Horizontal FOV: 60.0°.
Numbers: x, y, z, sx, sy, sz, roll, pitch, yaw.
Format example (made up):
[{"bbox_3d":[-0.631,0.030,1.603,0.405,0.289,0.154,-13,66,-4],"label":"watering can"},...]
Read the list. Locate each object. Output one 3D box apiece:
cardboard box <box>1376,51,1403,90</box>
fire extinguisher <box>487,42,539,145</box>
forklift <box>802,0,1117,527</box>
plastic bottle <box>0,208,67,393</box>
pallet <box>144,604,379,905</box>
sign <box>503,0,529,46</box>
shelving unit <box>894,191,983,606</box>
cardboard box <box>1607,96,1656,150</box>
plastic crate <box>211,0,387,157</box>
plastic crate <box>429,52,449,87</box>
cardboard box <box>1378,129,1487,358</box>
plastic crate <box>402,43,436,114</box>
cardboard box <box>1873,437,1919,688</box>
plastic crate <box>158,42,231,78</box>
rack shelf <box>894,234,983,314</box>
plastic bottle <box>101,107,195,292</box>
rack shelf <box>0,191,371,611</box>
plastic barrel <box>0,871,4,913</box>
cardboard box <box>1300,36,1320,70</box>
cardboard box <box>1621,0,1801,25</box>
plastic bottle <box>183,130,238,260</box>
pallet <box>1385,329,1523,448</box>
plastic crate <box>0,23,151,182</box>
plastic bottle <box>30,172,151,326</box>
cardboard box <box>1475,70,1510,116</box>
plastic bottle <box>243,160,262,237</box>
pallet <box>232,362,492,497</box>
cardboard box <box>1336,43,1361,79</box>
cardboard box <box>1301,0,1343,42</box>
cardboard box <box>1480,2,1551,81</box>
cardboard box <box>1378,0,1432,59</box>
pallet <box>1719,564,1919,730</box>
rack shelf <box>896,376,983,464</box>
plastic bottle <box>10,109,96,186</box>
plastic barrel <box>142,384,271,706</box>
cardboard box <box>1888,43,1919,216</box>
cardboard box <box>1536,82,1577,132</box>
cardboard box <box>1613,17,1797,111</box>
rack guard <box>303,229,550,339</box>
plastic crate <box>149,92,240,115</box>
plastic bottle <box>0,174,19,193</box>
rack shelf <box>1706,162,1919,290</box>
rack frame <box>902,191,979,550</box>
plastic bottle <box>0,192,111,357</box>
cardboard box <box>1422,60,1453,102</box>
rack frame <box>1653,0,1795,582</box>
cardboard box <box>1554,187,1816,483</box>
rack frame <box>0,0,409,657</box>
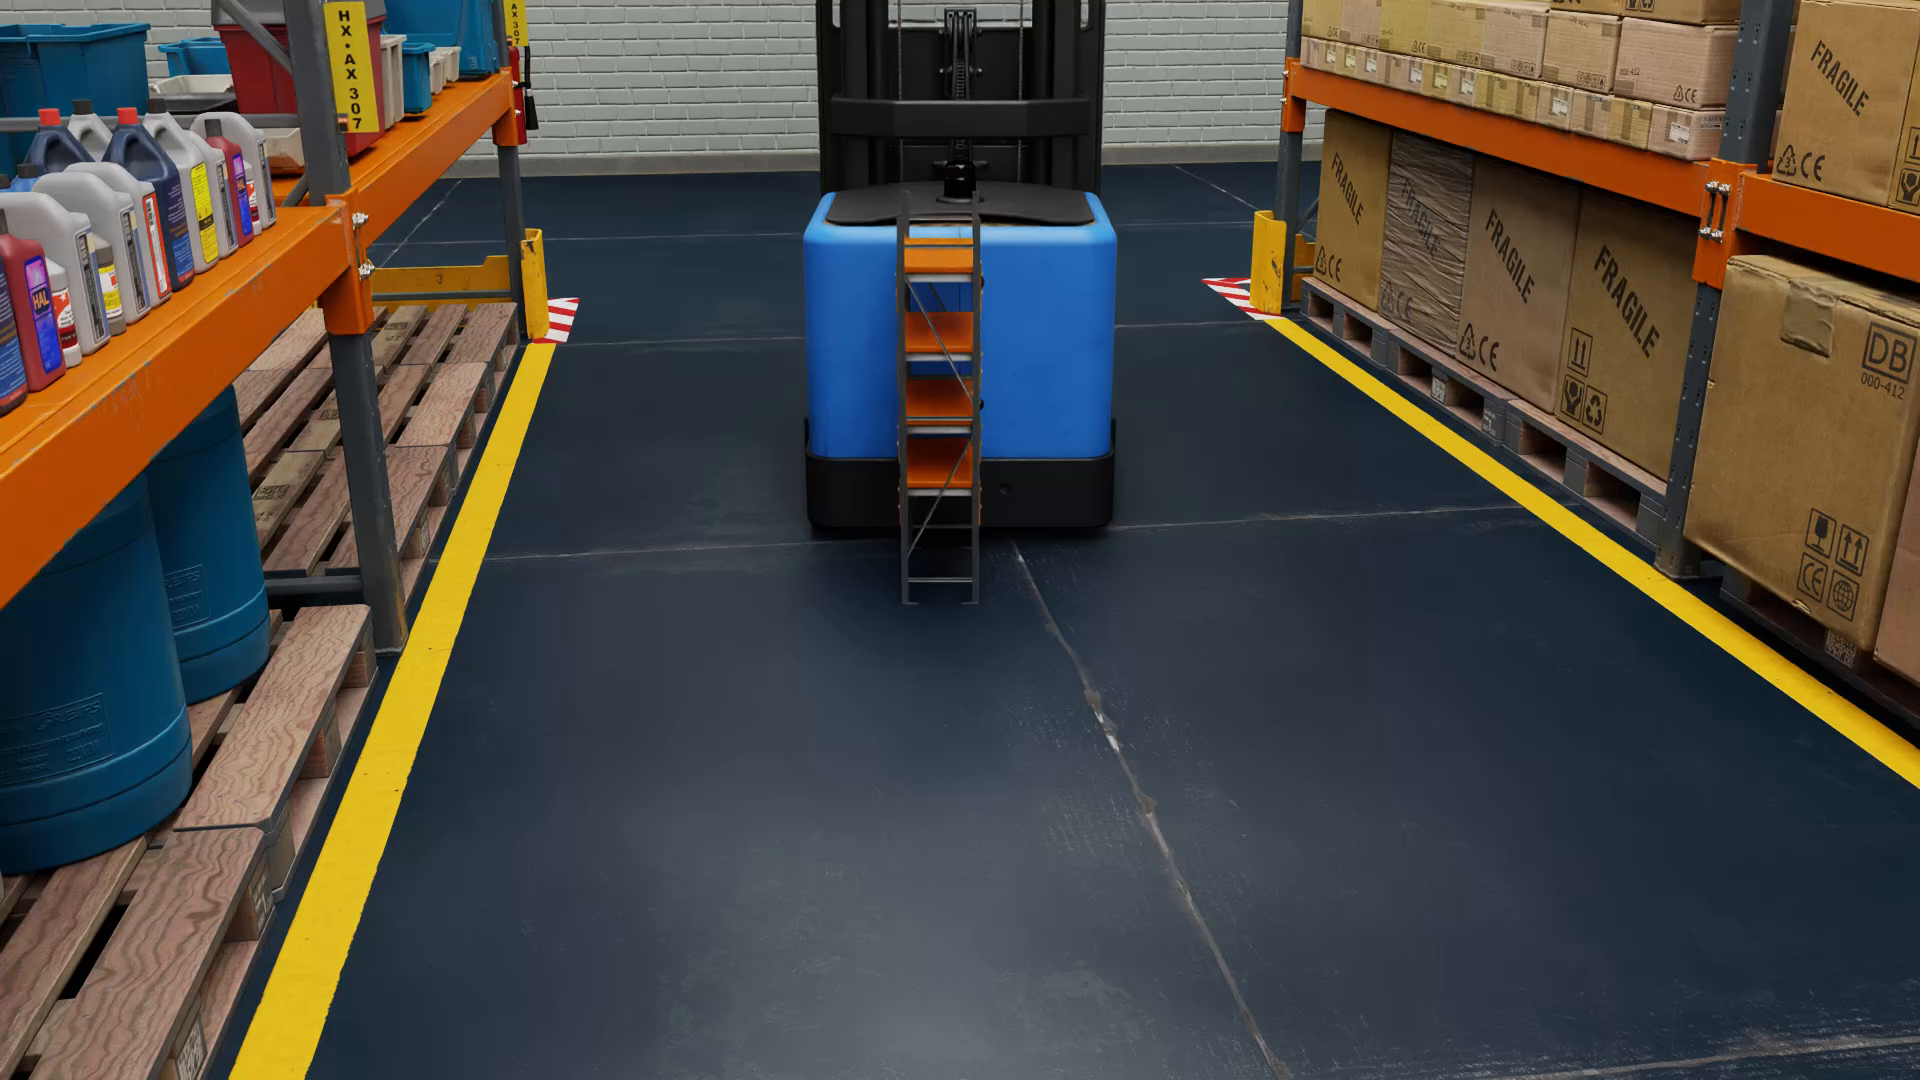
[{"bbox_3d":[2.079,-2.088,7.378,0.380,0.149,0.250,-3,21,-9],"label":"cardboard box"},{"bbox_3d":[-2.269,-2.315,8.271,0.296,0.674,0.183,-3,21,-8],"label":"fire extinguisher"},{"bbox_3d":[0.002,-1.880,6.560,1.130,2.935,3.031,0,20,0],"label":"forklift"},{"bbox_3d":[-1.487,-0.385,2.628,0.061,0.283,0.133,-3,21,-8],"label":"plastic bottle"},{"bbox_3d":[-2.050,0.510,4.050,1.003,0.211,1.213,-3,21,-8],"label":"pallet"},{"bbox_3d":[-2.155,-2.561,8.052,0.100,0.325,0.005,-3,21,-8],"label":"sign"},{"bbox_3d":[-0.061,-0.446,5.196,0.258,1.200,0.503,0,20,0],"label":"shelving unit"},{"bbox_3d":[2.375,-1.376,5.473,0.380,0.149,0.250,-3,21,-7],"label":"cardboard box"},{"bbox_3d":[-2.001,-1.446,5.123,0.402,0.464,0.583,-3,21,-8],"label":"plastic crate"},{"bbox_3d":[-2.373,-1.981,7.025,0.396,0.136,0.243,-3,21,-8],"label":"plastic crate"},{"bbox_3d":[2.507,-1.369,7.532,0.875,0.875,0.875,-3,21,-8],"label":"cardboard box"},{"bbox_3d":[-2.147,-1.702,6.141,0.416,0.233,0.300,-3,21,-8],"label":"plastic crate"},{"bbox_3d":[3.023,0.013,3.831,1.225,0.875,0.875,-4,21,-10],"label":"cardboard box"},{"bbox_3d":[-2.754,-1.739,6.238,0.416,0.233,0.300,-3,21,-8],"label":"plastic crate"},{"bbox_3d":[-0.061,-0.814,5.058,0.258,0.148,0.480,0,20,0],"label":"rack shelf"},{"bbox_3d":[-1.637,-0.677,3.312,0.144,0.351,0.185,-3,21,-8],"label":"plastic bottle"},{"bbox_3d":[-1.832,-0.036,2.555,1.077,0.370,4.000,-3,21,-8],"label":"rack shelf"},{"bbox_3d":[-1.964,0.537,2.946,0.421,0.512,0.421,0,20,0],"label":"plastic barrel"},{"bbox_3d":[1.929,-2.443,8.330,0.380,0.149,0.250,-3,21,-7],"label":"cardboard box"},{"bbox_3d":[2.450,-1.882,5.185,0.500,0.500,0.500,-2,21,-6],"label":"cardboard box"},{"bbox_3d":[-1.691,-0.761,3.644,0.152,0.276,0.135,-3,21,-8],"label":"plastic bottle"},{"bbox_3d":[2.570,-0.700,7.289,1.003,0.211,1.213,-3,21,-8],"label":"pallet"},{"bbox_3d":[-2.525,-1.231,4.662,0.392,0.384,0.575,-3,21,-8],"label":"plastic crate"},{"bbox_3d":[-1.599,-0.540,3.052,0.152,0.276,0.135,-3,21,-8],"label":"plastic bottle"},{"bbox_3d":[2.227,-1.732,6.425,0.380,0.149,0.250,-3,21,-9],"label":"cardboard box"},{"bbox_3d":[-1.700,-0.814,3.892,0.097,0.201,0.097,0,20,0],"label":"plastic bottle"},{"bbox_3d":[-2.444,-0.436,6.581,1.003,0.211,1.213,-3,21,-8],"label":"pallet"},{"bbox_3d":[2.005,-2.266,7.855,0.380,0.149,0.250,-3,21,-9],"label":"cardboard box"},{"bbox_3d":[2.006,-2.590,8.153,0.500,0.250,0.500,-3,21,-9],"label":"cardboard box"},{"bbox_3d":[2.307,-1.880,6.252,0.500,0.250,0.500,-2,21,-7],"label":"cardboard box"},{"bbox_3d":[2.157,-2.236,7.205,0.500,0.250,0.500,-4,21,-10],"label":"cardboard box"},{"bbox_3d":[2.967,0.254,4.735,1.003,0.211,1.213,-3,21,-8],"label":"pallet"},{"bbox_3d":[-0.061,-0.383,5.219,0.258,0.148,0.480,0,20,0],"label":"rack shelf"},{"bbox_3d":[-1.780,-0.670,3.293,0.144,0.351,0.185,-3,21,-8],"label":"plastic bottle"},{"bbox_3d":[-2.059,-0.090,4.070,0.600,0.901,0.708,-3,21,-8],"label":"plastic barrel"},{"bbox_3d":[2.673,-1.017,4.008,0.500,0.500,0.500,-3,21,-8],"label":"cardboard box"},{"bbox_3d":[2.302,-1.554,5.949,0.380,0.149,0.250,-3,21,-7],"label":"cardboard box"},{"bbox_3d":[2.458,-1.524,5.300,0.500,0.250,0.500,-3,21,-9],"label":"cardboard box"},{"bbox_3d":[-2.713,-1.288,8.449,1.175,0.500,0.348,-3,21,-8],"label":"rack guard"},{"bbox_3d":[-2.548,-1.339,5.322,0.437,0.125,0.590,-3,21,-8],"label":"plastic crate"},{"bbox_3d":[-1.720,-0.525,3.019,0.097,0.271,0.097,0,20,0],"label":"plastic bottle"},{"bbox_3d":[3.069,-0.286,3.224,1.077,0.370,4.000,-3,21,-8],"label":"rack shelf"},{"bbox_3d":[-0.061,-0.531,5.424,0.240,1.200,0.015,0,20,0],"label":"rack frame"},{"bbox_3d":[-1.565,-0.460,2.837,0.152,0.276,0.135,-3,21,-8],"label":"plastic bottle"},{"bbox_3d":[2.152,-1.911,6.905,0.380,0.149,0.250,-3,21,-9],"label":"cardboard box"},{"bbox_3d":[2.781,-1.316,4.952,1.000,3.000,0.127,-3,21,-8],"label":"rack frame"},{"bbox_3d":[2.765,-0.750,5.873,0.875,0.875,0.875,-3,21,-8],"label":"cardboard box"},{"bbox_3d":[-2.120,-1.066,4.283,1.000,3.000,0.127,-3,21,-8],"label":"rack frame"}]
